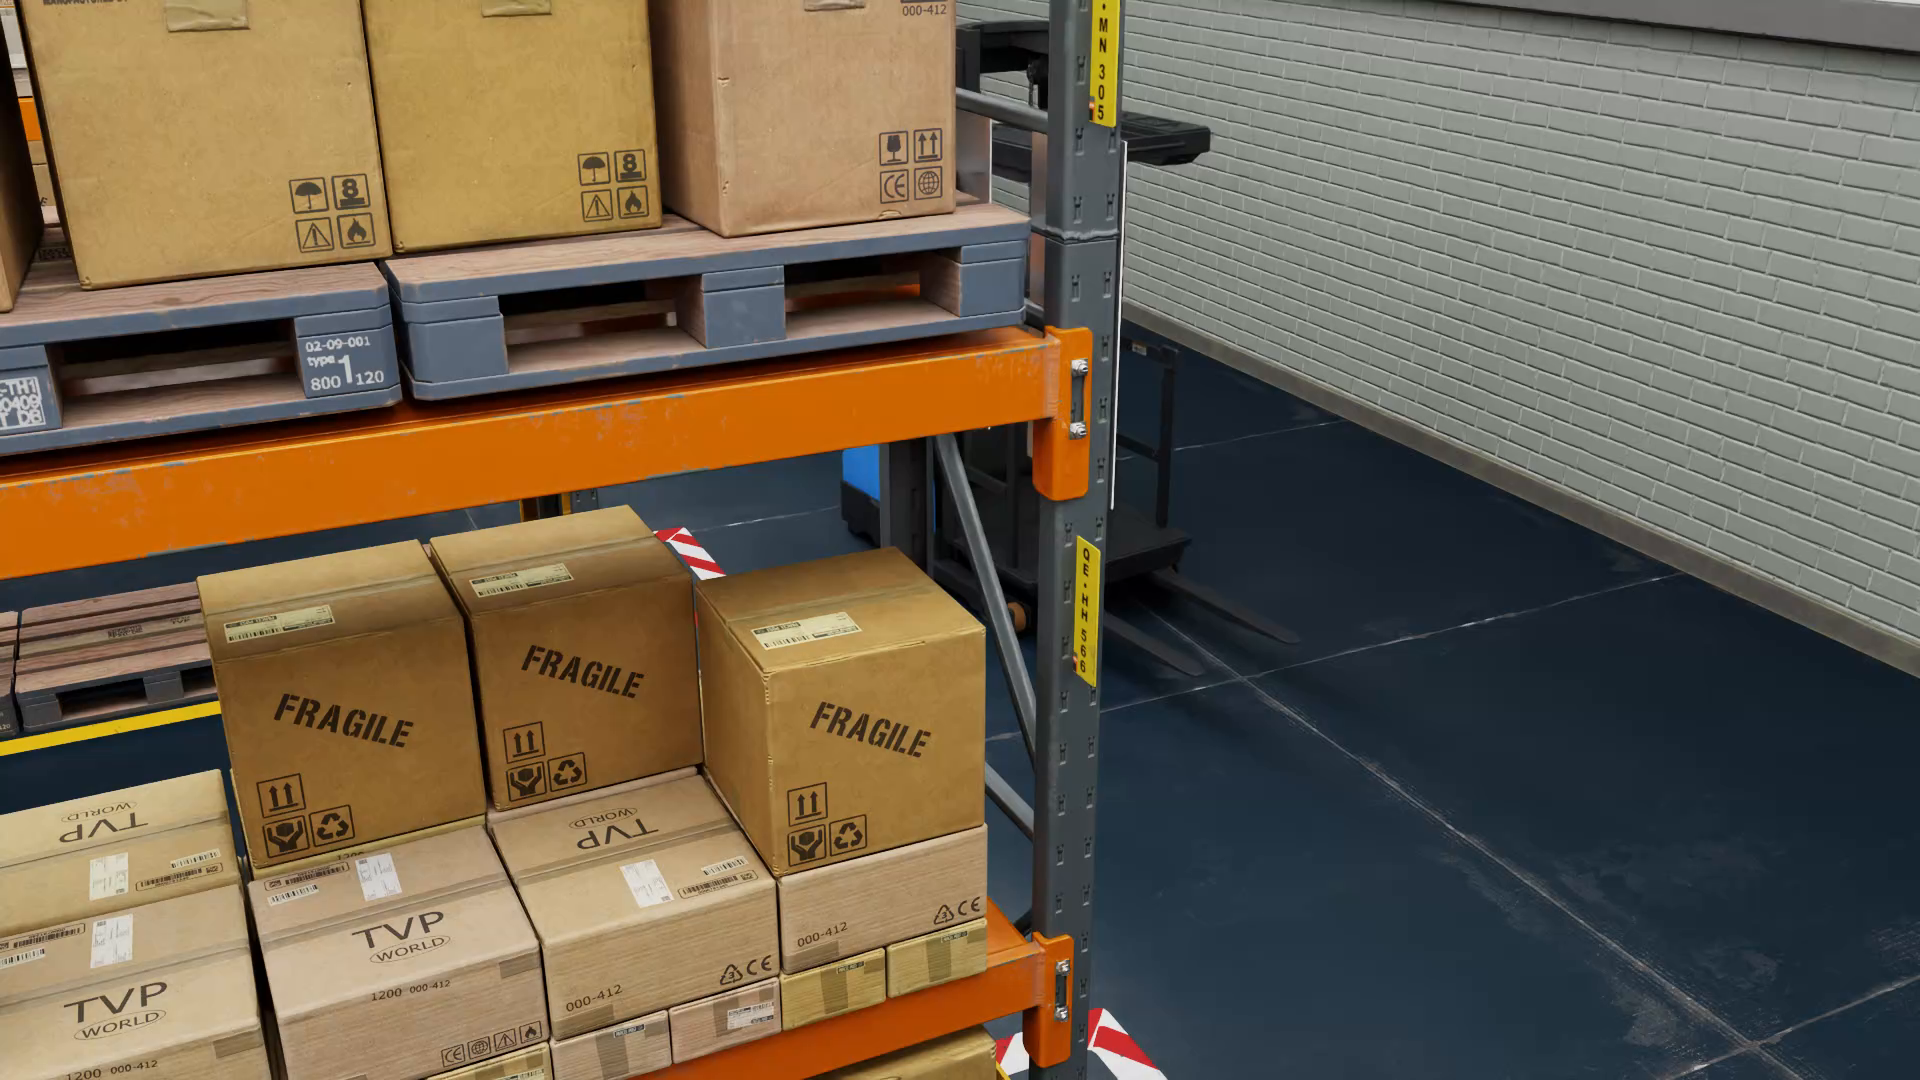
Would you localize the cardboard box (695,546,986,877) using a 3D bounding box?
[{"bbox_3d":[-0.274,0.368,3.765,0.500,0.500,0.500,-10,25,-23],"label":"cardboard box"}]

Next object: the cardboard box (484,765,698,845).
[{"bbox_3d":[-0.964,0.618,4.141,0.500,0.250,0.500,-11,25,-24],"label":"cardboard box"}]

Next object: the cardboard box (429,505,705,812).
[{"bbox_3d":[-0.949,0.266,4.011,0.500,0.500,0.500,-11,25,-25],"label":"cardboard box"}]

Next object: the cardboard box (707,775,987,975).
[{"bbox_3d":[-0.270,0.715,3.907,0.500,0.250,0.500,-11,25,-24],"label":"cardboard box"}]

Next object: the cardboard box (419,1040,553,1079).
[{"bbox_3d":[-1.046,1.070,3.572,0.250,0.149,0.380,-11,25,-25],"label":"cardboard box"}]

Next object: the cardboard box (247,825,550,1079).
[{"bbox_3d":[-1.186,0.884,3.501,0.500,0.250,0.500,-11,25,-25],"label":"cardboard box"}]

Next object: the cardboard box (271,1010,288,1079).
[{"bbox_3d":[-1.280,1.113,3.467,0.250,0.149,0.380,-10,25,-23],"label":"cardboard box"}]

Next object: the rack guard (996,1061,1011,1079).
[{"bbox_3d":[0.073,1.762,4.839,0.348,0.500,1.175,-10,25,-24],"label":"rack guard"}]

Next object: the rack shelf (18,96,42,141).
[{"bbox_3d":[-3.899,-1.817,7.237,4.000,0.370,1.077,-10,25,-24],"label":"rack shelf"}]

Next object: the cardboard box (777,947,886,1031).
[{"bbox_3d":[-0.360,0.944,3.876,0.250,0.149,0.380,-10,25,-23],"label":"cardboard box"}]

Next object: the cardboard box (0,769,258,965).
[{"bbox_3d":[-1.886,0.789,3.729,0.500,0.250,0.500,-11,25,-25],"label":"cardboard box"}]

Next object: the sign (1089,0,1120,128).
[{"bbox_3d":[0.274,-0.958,3.166,0.005,0.325,0.100,-10,25,-24],"label":"sign"}]

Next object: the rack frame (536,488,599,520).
[{"bbox_3d":[-2.097,-1.095,8.474,0.127,3.000,1.000,-10,25,-24],"label":"rack frame"}]

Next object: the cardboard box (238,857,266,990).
[{"bbox_3d":[-1.797,0.928,3.914,0.250,0.149,0.380,-11,25,-25],"label":"cardboard box"}]

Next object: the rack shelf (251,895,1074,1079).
[{"bbox_3d":[-1.751,1.276,3.687,4.000,0.370,1.077,-10,25,-24],"label":"rack shelf"}]

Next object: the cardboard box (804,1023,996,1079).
[{"bbox_3d":[-0.491,1.533,4.354,0.875,0.875,0.875,-10,25,-24],"label":"cardboard box"}]

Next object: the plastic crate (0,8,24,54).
[{"bbox_3d":[-4.228,-2.165,7.292,0.530,0.282,0.437,-10,25,-24],"label":"plastic crate"}]

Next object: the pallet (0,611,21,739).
[{"bbox_3d":[-5.055,0.721,7.732,1.213,0.211,1.003,-10,25,-24],"label":"pallet"}]

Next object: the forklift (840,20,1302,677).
[{"bbox_3d":[0.528,-1.073,8.509,1.130,2.935,3.031,-14,26,-31],"label":"forklift"}]

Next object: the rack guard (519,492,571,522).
[{"bbox_3d":[-2.081,0.051,8.973,0.348,0.500,1.175,-10,25,-24],"label":"rack guard"}]

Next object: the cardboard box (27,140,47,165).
[{"bbox_3d":[-6.371,-2.800,11.154,0.500,0.500,0.500,-11,25,-25],"label":"cardboard box"}]

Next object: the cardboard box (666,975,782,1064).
[{"bbox_3d":[-0.588,0.985,3.776,0.250,0.149,0.380,-10,25,-23],"label":"cardboard box"}]

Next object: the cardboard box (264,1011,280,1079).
[{"bbox_3d":[-1.504,1.154,3.370,0.250,0.149,0.380,-10,24,-23],"label":"cardboard box"}]

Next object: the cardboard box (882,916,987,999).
[{"bbox_3d":[-0.127,0.900,3.982,0.250,0.149,0.380,-10,24,-23],"label":"cardboard box"}]

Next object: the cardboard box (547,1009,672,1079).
[{"bbox_3d":[-0.813,1.026,3.677,0.250,0.149,0.380,-10,24,-23],"label":"cardboard box"}]

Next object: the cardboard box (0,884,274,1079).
[{"bbox_3d":[-1.654,0.971,3.288,0.500,0.250,0.500,-10,25,-24],"label":"cardboard box"}]

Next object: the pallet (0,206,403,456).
[{"bbox_3d":[-1.713,-0.403,2.996,1.213,0.211,1.003,-10,25,-24],"label":"pallet"}]

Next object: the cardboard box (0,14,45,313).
[{"bbox_3d":[-1.855,-0.673,2.722,0.500,0.500,0.700,-9,24,-21],"label":"cardboard box"}]

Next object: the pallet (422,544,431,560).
[{"bbox_3d":[-2.857,0.316,8.710,1.213,0.211,1.003,-10,25,-24],"label":"pallet"}]

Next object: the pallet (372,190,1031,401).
[{"bbox_3d":[-0.613,-0.607,3.488,1.213,0.211,1.003,-10,25,-24],"label":"pallet"}]

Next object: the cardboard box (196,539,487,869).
[{"bbox_3d":[-1.413,0.354,3.799,0.500,0.500,0.500,-11,25,-25],"label":"cardboard box"}]

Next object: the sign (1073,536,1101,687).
[{"bbox_3d":[0.274,0.156,3.627,0.005,0.325,0.100,-10,25,-24],"label":"sign"}]

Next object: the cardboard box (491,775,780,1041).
[{"bbox_3d":[-0.728,0.799,3.705,0.500,0.250,0.500,-11,25,-25],"label":"cardboard box"}]

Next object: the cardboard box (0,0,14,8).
[{"bbox_3d":[-6.397,-3.616,10.837,0.500,0.250,0.500,-10,25,-24],"label":"cardboard box"}]

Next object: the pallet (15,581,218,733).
[{"bbox_3d":[-3.954,0.517,8.224,1.213,0.211,1.003,-10,25,-24],"label":"pallet"}]

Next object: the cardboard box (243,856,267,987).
[{"bbox_3d":[-1.569,0.887,4.014,0.250,0.149,0.380,-11,25,-24],"label":"cardboard box"}]

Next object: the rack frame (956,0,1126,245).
[{"bbox_3d":[0.051,-2.160,3.203,0.127,3.000,1.000,-10,25,-24],"label":"rack frame"}]

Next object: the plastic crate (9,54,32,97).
[{"bbox_3d":[-3.851,-1.931,6.917,0.530,0.136,0.437,-10,25,-24],"label":"plastic crate"}]

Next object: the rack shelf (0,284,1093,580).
[{"bbox_3d":[-1.751,-0.110,3.113,4.000,0.370,1.077,-10,25,-24],"label":"rack shelf"}]

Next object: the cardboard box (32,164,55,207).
[{"bbox_3d":[-6.357,-2.345,11.362,0.500,0.500,0.500,-11,25,-24],"label":"cardboard box"}]

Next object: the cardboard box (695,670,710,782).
[{"bbox_3d":[-0.498,0.530,4.355,0.500,0.250,0.500,-11,25,-25],"label":"cardboard box"}]

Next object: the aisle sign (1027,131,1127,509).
[{"bbox_3d":[0.246,-0.498,3.633,0.004,0.787,0.394,-10,25,-24],"label":"aisle sign"}]

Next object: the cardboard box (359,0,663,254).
[{"bbox_3d":[-0.953,-0.904,3.280,0.500,0.500,0.700,-11,25,-26],"label":"cardboard box"}]

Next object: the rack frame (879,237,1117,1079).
[{"bbox_3d":[0.051,0.612,4.351,0.127,3.000,1.000,-10,25,-24],"label":"rack frame"}]

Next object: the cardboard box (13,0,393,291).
[{"bbox_3d":[-1.398,-0.802,3.033,0.500,0.500,0.700,-12,25,-27],"label":"cardboard box"}]

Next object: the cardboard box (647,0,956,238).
[{"bbox_3d":[-0.394,-0.956,3.406,0.500,0.500,0.700,-12,25,-27],"label":"cardboard box"}]

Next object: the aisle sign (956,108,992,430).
[{"bbox_3d":[-0.014,-0.705,4.132,0.004,0.787,0.394,-10,25,-24],"label":"aisle sign"}]

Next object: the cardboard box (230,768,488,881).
[{"bbox_3d":[-1.418,0.701,3.943,0.500,0.250,0.500,-11,25,-25],"label":"cardboard box"}]
